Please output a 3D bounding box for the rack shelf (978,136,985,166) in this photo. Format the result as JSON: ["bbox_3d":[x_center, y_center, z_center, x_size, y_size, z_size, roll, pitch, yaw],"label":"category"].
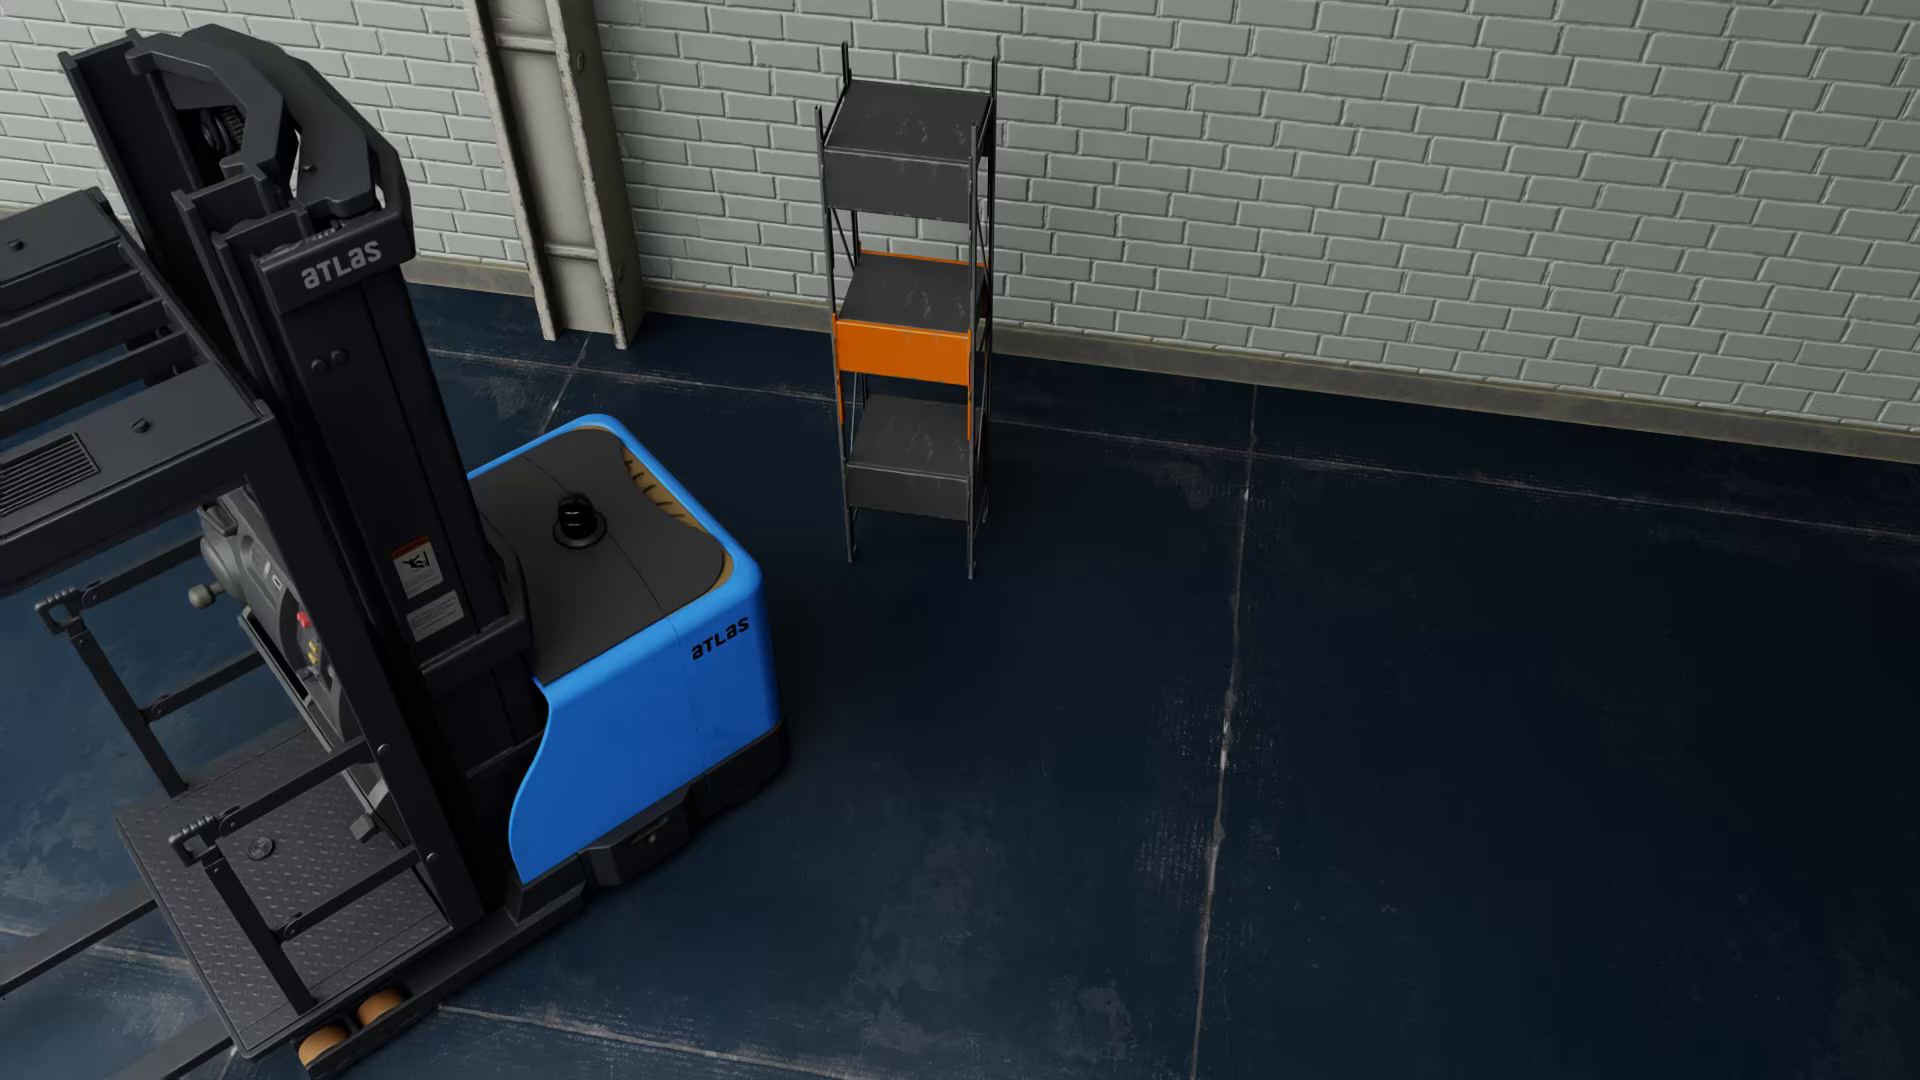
[{"bbox_3d":[-0.163,-1.249,5.376,0.442,0.100,0.332,8,49,7],"label":"rack shelf"}]

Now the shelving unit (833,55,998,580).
[{"bbox_3d":[-0.157,-0.723,5.960,0.492,2.100,0.431,8,49,7],"label":"shelving unit"}]

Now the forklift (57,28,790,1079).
[{"bbox_3d":[-2.068,0.249,4.527,3.031,2.935,1.130,-31,55,-25],"label":"forklift"}]

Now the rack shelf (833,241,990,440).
[{"bbox_3d":[-0.163,-0.715,5.971,0.480,0.518,0.431,8,49,7],"label":"rack shelf"}]

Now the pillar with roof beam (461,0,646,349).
[{"bbox_3d":[-2.431,-0.854,1.439,0.400,9.000,9.100,8,49,7],"label":"pillar with roof beam"}]

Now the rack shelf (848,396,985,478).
[{"bbox_3d":[-0.163,-0.338,6.390,0.457,0.174,0.368,8,49,7],"label":"rack shelf"}]

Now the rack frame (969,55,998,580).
[{"bbox_3d":[0.077,-0.691,5.932,0.015,2.100,0.400,8,49,7],"label":"rack frame"}]
